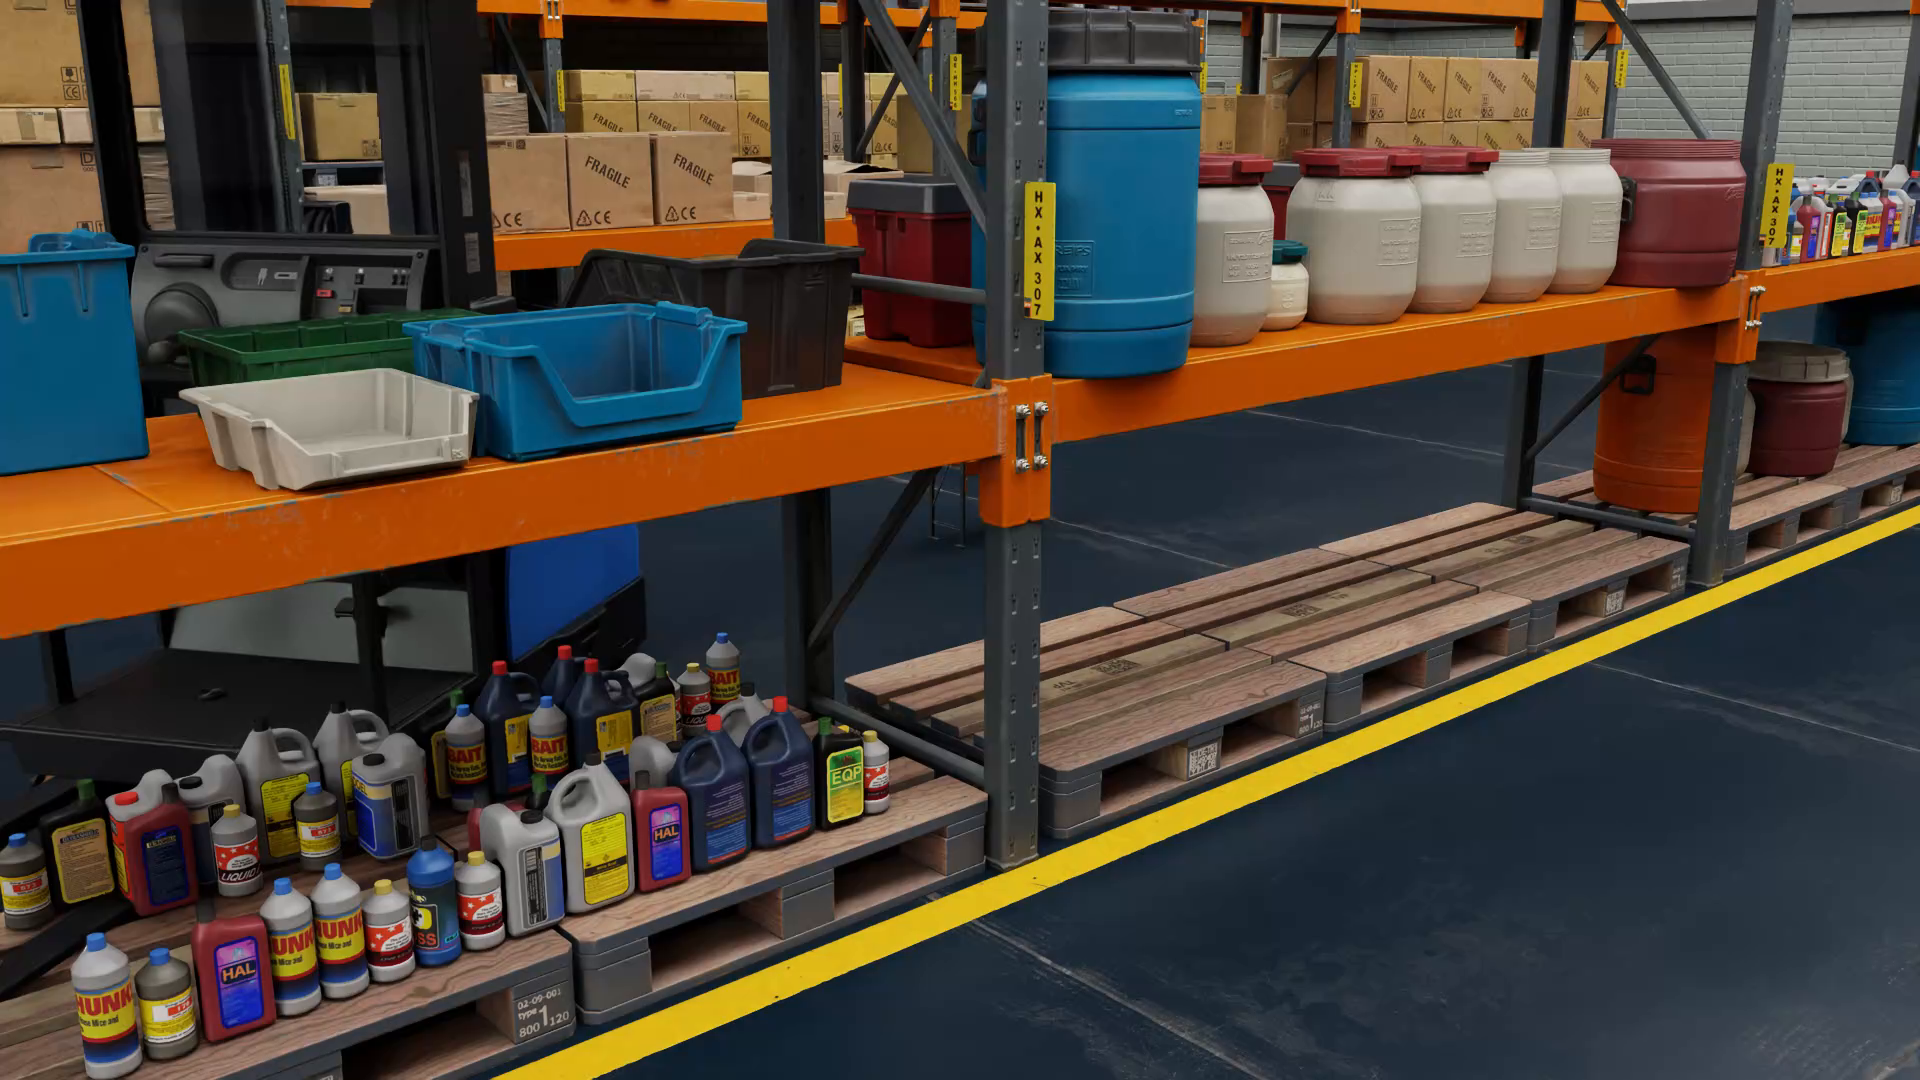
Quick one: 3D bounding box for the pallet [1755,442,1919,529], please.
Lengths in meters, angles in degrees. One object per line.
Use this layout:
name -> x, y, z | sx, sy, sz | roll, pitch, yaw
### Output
pallet -> 4.343, -0.347, 8.641 | 1.213, 0.211, 1.003 | -13, 19, -39

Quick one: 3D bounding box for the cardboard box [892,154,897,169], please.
cardboard box -> -0.699, -3.729, 16.347 | 0.250, 0.149, 0.380 | -12, 19, -39

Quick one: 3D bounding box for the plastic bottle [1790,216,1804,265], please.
plastic bottle -> 3.573, -1.292, 7.161 | 0.097, 0.201, 0.097 | 0, 15, 0

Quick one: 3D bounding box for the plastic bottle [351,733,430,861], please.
plastic bottle -> -1.390, 0.618, 4.048 | 0.135, 0.276, 0.152 | -13, 19, -39

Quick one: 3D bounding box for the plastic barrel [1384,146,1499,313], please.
plastic barrel -> 1.584, -1.052, 5.613 | 0.433, 0.535, 0.433 | 0, 15, 0

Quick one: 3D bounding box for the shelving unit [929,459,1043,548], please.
shelving unit -> 0.125, -0.608, 7.700 | 0.503, 1.200, 0.258 | -13, 19, -39

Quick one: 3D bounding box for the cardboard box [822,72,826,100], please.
cardboard box -> -1.591, -4.217, 15.464 | 0.500, 0.250, 0.500 | -12, 19, -38

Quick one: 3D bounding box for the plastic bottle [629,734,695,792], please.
plastic bottle -> -0.719, 0.607, 4.091 | 0.135, 0.276, 0.152 | -13, 19, -39

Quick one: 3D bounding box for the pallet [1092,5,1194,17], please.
pallet -> 1.835, -5.910, 18.421 | 1.213, 0.211, 1.003 | -13, 19, -39

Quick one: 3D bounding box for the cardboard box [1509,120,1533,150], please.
cardboard box -> 4.714, -3.415, 14.528 | 0.500, 0.500, 0.500 | -12, 19, -39

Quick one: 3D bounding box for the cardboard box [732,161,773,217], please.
cardboard box -> -1.195, -2.155, 10.179 | 0.500, 0.311, 0.500 | -13, 20, -40

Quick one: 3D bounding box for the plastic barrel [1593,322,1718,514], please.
plastic barrel -> 3.214, -0.588, 7.529 | 0.708, 0.830, 0.600 | -13, 19, -39

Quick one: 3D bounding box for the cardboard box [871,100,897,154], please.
cardboard box -> -0.813, -4.028, 16.208 | 0.500, 0.500, 0.500 | -13, 20, -40

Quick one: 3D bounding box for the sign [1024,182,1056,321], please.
sign -> 0.191, -0.694, 4.000 | 0.005, 0.325, 0.100 | -13, 19, -39

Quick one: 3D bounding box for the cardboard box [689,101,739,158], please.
cardboard box -> -2.337, -3.681, 14.908 | 0.500, 0.500, 0.500 | -13, 20, -40

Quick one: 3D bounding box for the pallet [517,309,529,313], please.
pallet -> -4.238, -1.797, 14.067 | 1.213, 0.211, 1.003 | -13, 19, -39

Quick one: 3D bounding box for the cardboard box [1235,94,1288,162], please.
cardboard box -> 2.120, -3.204, 12.926 | 0.700, 0.500, 0.500 | 8, 17, 28

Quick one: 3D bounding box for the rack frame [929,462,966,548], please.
rack frame -> -0.059, -0.566, 7.545 | 0.015, 1.200, 0.240 | -13, 19, -39

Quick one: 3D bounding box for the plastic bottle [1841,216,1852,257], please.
plastic bottle -> 3.950, -1.377, 7.477 | 0.097, 0.201, 0.097 | 0, 15, 0

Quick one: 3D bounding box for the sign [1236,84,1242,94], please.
sign -> 2.263, -3.512, 13.409 | 0.005, 0.325, 0.100 | -13, 19, -39

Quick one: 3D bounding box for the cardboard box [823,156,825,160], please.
cardboard box -> -1.488, -3.562, 15.722 | 0.250, 0.149, 0.380 | -13, 19, -39

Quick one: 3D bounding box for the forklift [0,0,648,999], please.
forklift -> -1.981, -0.655, 4.523 | 1.130, 2.935, 3.031 | 3, 15, 13

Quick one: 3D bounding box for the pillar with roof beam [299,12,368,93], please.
pillar with roof beam -> -2.370, -5.284, 10.096 | 0.400, 9.000, 9.100 | -13, 19, -39

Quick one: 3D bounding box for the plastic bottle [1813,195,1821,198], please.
plastic bottle -> 3.809, -1.400, 7.428 | 0.097, 0.271, 0.097 | 0, 15, 0

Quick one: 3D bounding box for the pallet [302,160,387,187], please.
pallet -> -5.114, -2.840, 12.941 | 1.213, 0.211, 1.003 | -13, 19, -39

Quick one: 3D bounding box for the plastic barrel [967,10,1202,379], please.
plastic barrel -> 0.329, -0.918, 4.404 | 0.708, 0.901, 0.600 | -13, 19, -39

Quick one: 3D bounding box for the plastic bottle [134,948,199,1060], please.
plastic bottle -> -1.529, 0.883, 3.200 | 0.097, 0.201, 0.097 | 0, 15, 0

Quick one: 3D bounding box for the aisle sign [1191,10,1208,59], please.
aisle sign -> 2.639, -5.841, 18.767 | 0.004, 0.787, 0.394 | -13, 19, -39

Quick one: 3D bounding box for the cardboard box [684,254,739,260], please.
cardboard box -> -2.342, -2.686, 15.346 | 0.750, 0.750, 0.750 | -13, 20, -40

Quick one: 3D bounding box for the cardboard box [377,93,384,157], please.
cardboard box -> -4.399, -3.355, 13.452 | 0.700, 0.500, 0.500 | 14, 20, 42

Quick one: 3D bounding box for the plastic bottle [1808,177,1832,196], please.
plastic bottle -> 4.576, -1.804, 8.931 | 0.135, 0.276, 0.152 | -13, 19, -39

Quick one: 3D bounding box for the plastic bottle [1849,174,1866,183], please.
plastic bottle -> 4.998, -1.899, 9.286 | 0.135, 0.276, 0.152 | -13, 19, -39

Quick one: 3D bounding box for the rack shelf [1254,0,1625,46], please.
rack shelf -> 4.133, -4.430, 14.104 | 4.000, 0.370, 1.077 | -13, 19, -39

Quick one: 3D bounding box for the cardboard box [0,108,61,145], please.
cardboard box -> -4.056, -1.777, 7.141 | 0.250, 0.149, 0.380 | -13, 20, -39

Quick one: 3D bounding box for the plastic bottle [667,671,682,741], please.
plastic bottle -> -0.843, 0.473, 4.737 | 0.097, 0.201, 0.097 | 0, 15, 0

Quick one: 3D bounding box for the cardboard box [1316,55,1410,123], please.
cardboard box -> 3.165, -3.546, 13.082 | 0.500, 0.500, 0.500 | -12, 19, -38

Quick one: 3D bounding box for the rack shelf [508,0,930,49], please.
rack shelf -> -2.139, -4.716, 15.176 | 4.000, 0.370, 1.077 | -13, 19, -39

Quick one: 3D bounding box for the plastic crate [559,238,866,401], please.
plastic crate -> -0.640, -0.576, 4.213 | 0.504, 0.338, 0.767 | -13, 19, -39

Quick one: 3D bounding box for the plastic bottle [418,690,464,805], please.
plastic bottle -> -1.337, 0.538, 4.334 | 0.133, 0.283, 0.061 | -12, 19, -37

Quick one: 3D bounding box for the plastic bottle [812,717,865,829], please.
plastic bottle -> -0.308, 0.576, 4.192 | 0.133, 0.283, 0.061 | -11, 19, -37

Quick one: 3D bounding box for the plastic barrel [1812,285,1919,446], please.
plastic barrel -> 4.918, -1.005, 8.953 | 0.708, 0.901, 0.600 | -13, 19, -39

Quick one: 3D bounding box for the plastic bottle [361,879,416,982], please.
plastic bottle -> -1.198, 0.809, 3.478 | 0.097, 0.201, 0.097 | 0, 15, 0

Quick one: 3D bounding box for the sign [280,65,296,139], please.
sign -> -3.045, -1.983, 7.531 | 0.005, 0.325, 0.100 | -13, 19, -39

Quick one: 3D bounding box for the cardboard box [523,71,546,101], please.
cardboard box -> -3.476, -3.967, 14.527 | 0.500, 0.250, 0.500 | -12, 19, -38

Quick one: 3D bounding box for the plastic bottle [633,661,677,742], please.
plastic bottle -> -0.845, 0.480, 4.553 | 0.133, 0.283, 0.061 | -13, 19, -39

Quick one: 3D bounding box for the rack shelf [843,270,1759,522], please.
rack shelf -> 1.347, -0.661, 5.805 | 4.000, 0.370, 1.077 | -13, 19, -39

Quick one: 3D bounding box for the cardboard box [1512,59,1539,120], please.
cardboard box -> 4.718, -3.895, 14.389 | 0.500, 0.500, 0.500 | -12, 19, -38

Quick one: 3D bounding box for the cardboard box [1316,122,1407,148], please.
cardboard box -> 3.188, -3.071, 13.242 | 0.500, 0.500, 0.500 | -12, 19, -38

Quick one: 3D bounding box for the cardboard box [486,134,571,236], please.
cardboard box -> -2.423, -1.899, 8.853 | 0.500, 0.500, 0.500 | -11, 18, -35

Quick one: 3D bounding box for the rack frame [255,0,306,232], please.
rack frame -> -3.410, -1.634, 8.057 | 0.127, 3.000, 1.000 | -13, 19, -39

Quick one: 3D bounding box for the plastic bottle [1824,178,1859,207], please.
plastic bottle -> 4.675, -1.774, 8.820 | 0.135, 0.276, 0.152 | -13, 19, -39

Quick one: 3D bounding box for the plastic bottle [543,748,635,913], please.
plastic bottle -> -0.847, 0.650, 3.784 | 0.185, 0.351, 0.144 | -13, 20, -40

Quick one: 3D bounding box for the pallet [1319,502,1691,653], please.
pallet -> 2.246, 0.124, 6.878 | 1.213, 0.211, 1.003 | -13, 19, -39

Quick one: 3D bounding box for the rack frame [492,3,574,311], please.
rack frame -> -3.648, -3.276, 14.201 | 0.127, 3.000, 1.000 | -13, 19, -39

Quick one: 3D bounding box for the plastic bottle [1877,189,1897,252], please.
plastic bottle -> 4.296, -1.488, 7.734 | 0.133, 0.283, 0.061 | -13, 19, -39

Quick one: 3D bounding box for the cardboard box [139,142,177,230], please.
cardboard box -> -3.741, -1.606, 7.758 | 0.500, 0.500, 0.700 | -13, 20, -41

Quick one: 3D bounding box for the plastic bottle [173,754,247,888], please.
plastic bottle -> -1.769, 0.654, 3.914 | 0.135, 0.276, 0.152 | -13, 20, -41

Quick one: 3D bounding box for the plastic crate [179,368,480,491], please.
plastic crate -> -1.220, -0.218, 3.264 | 0.437, 0.136, 0.530 | -13, 19, -39
